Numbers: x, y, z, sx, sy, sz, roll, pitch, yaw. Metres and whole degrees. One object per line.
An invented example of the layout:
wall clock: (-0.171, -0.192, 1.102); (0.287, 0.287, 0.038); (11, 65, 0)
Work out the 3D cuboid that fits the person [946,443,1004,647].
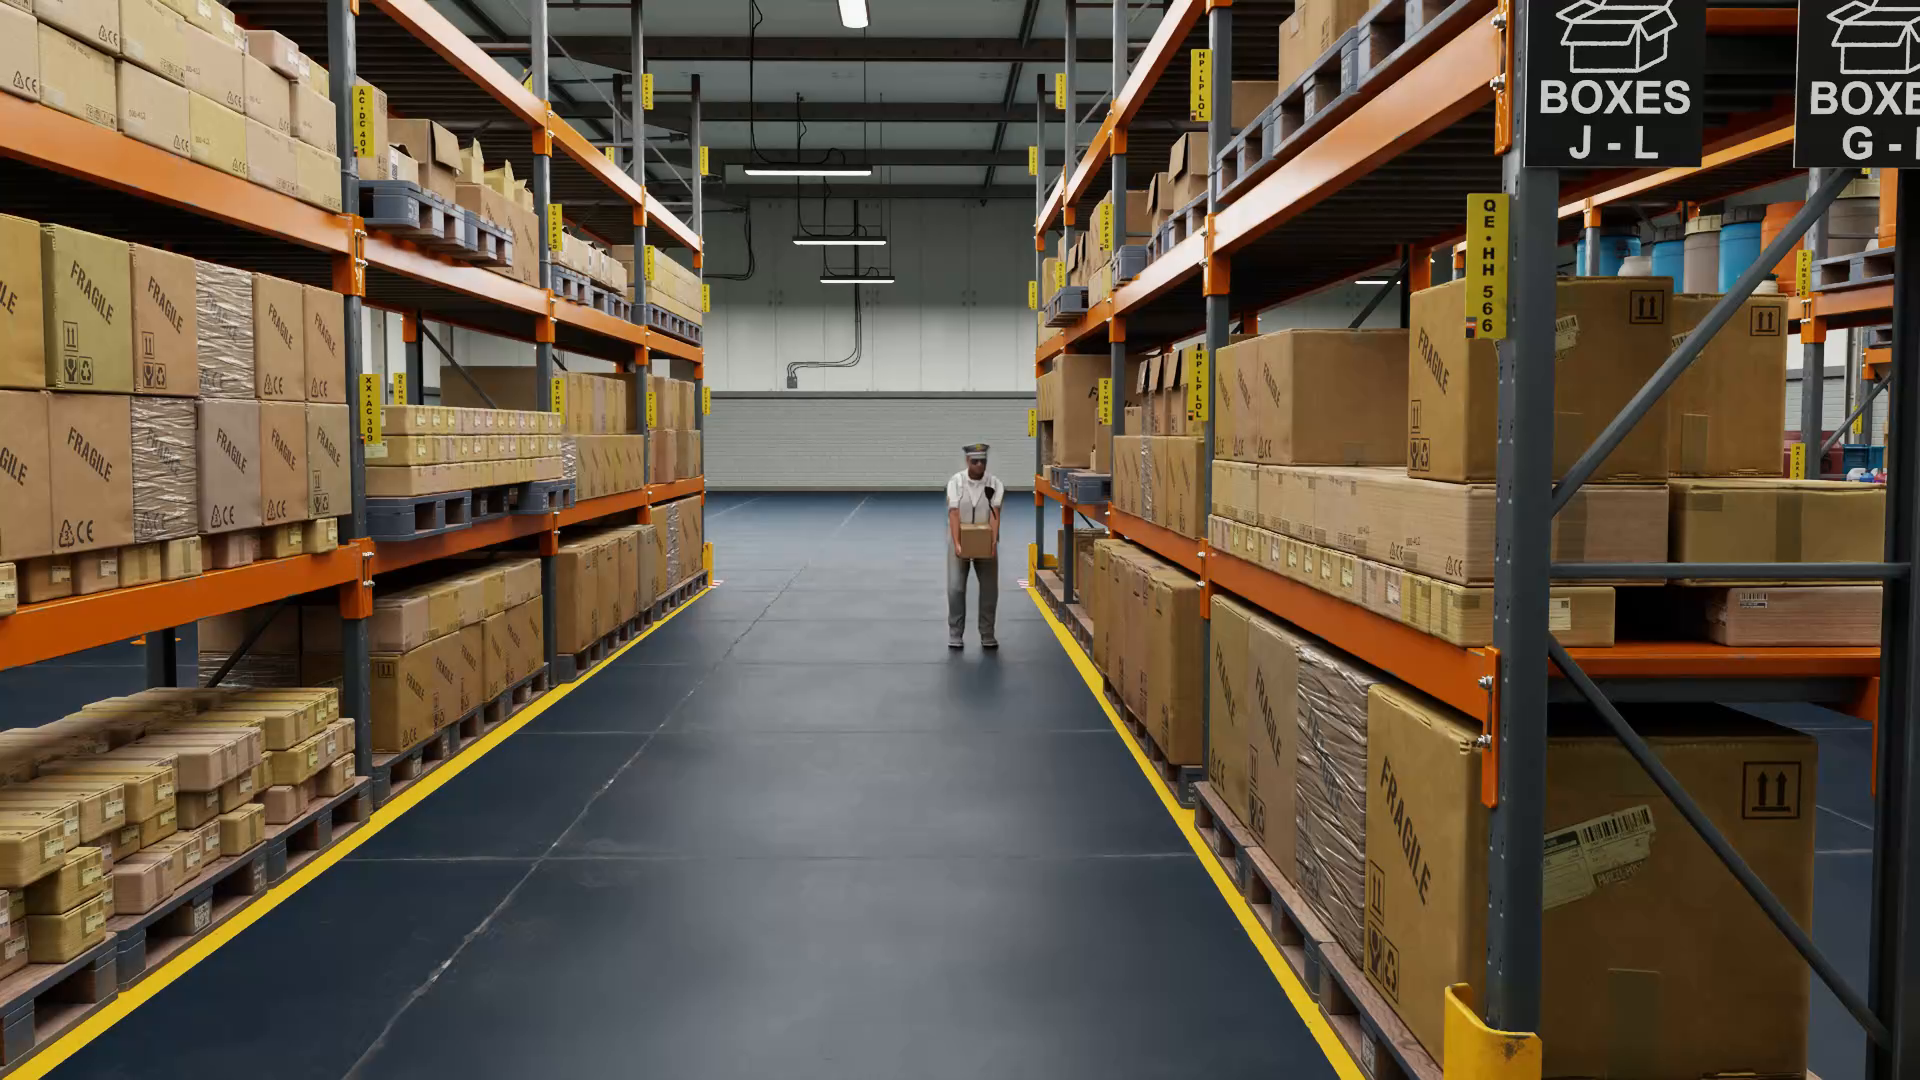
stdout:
person: (0.129, 0.045, 14.163); (0.485, 1.738, 0.597); (0, 4, -5)
